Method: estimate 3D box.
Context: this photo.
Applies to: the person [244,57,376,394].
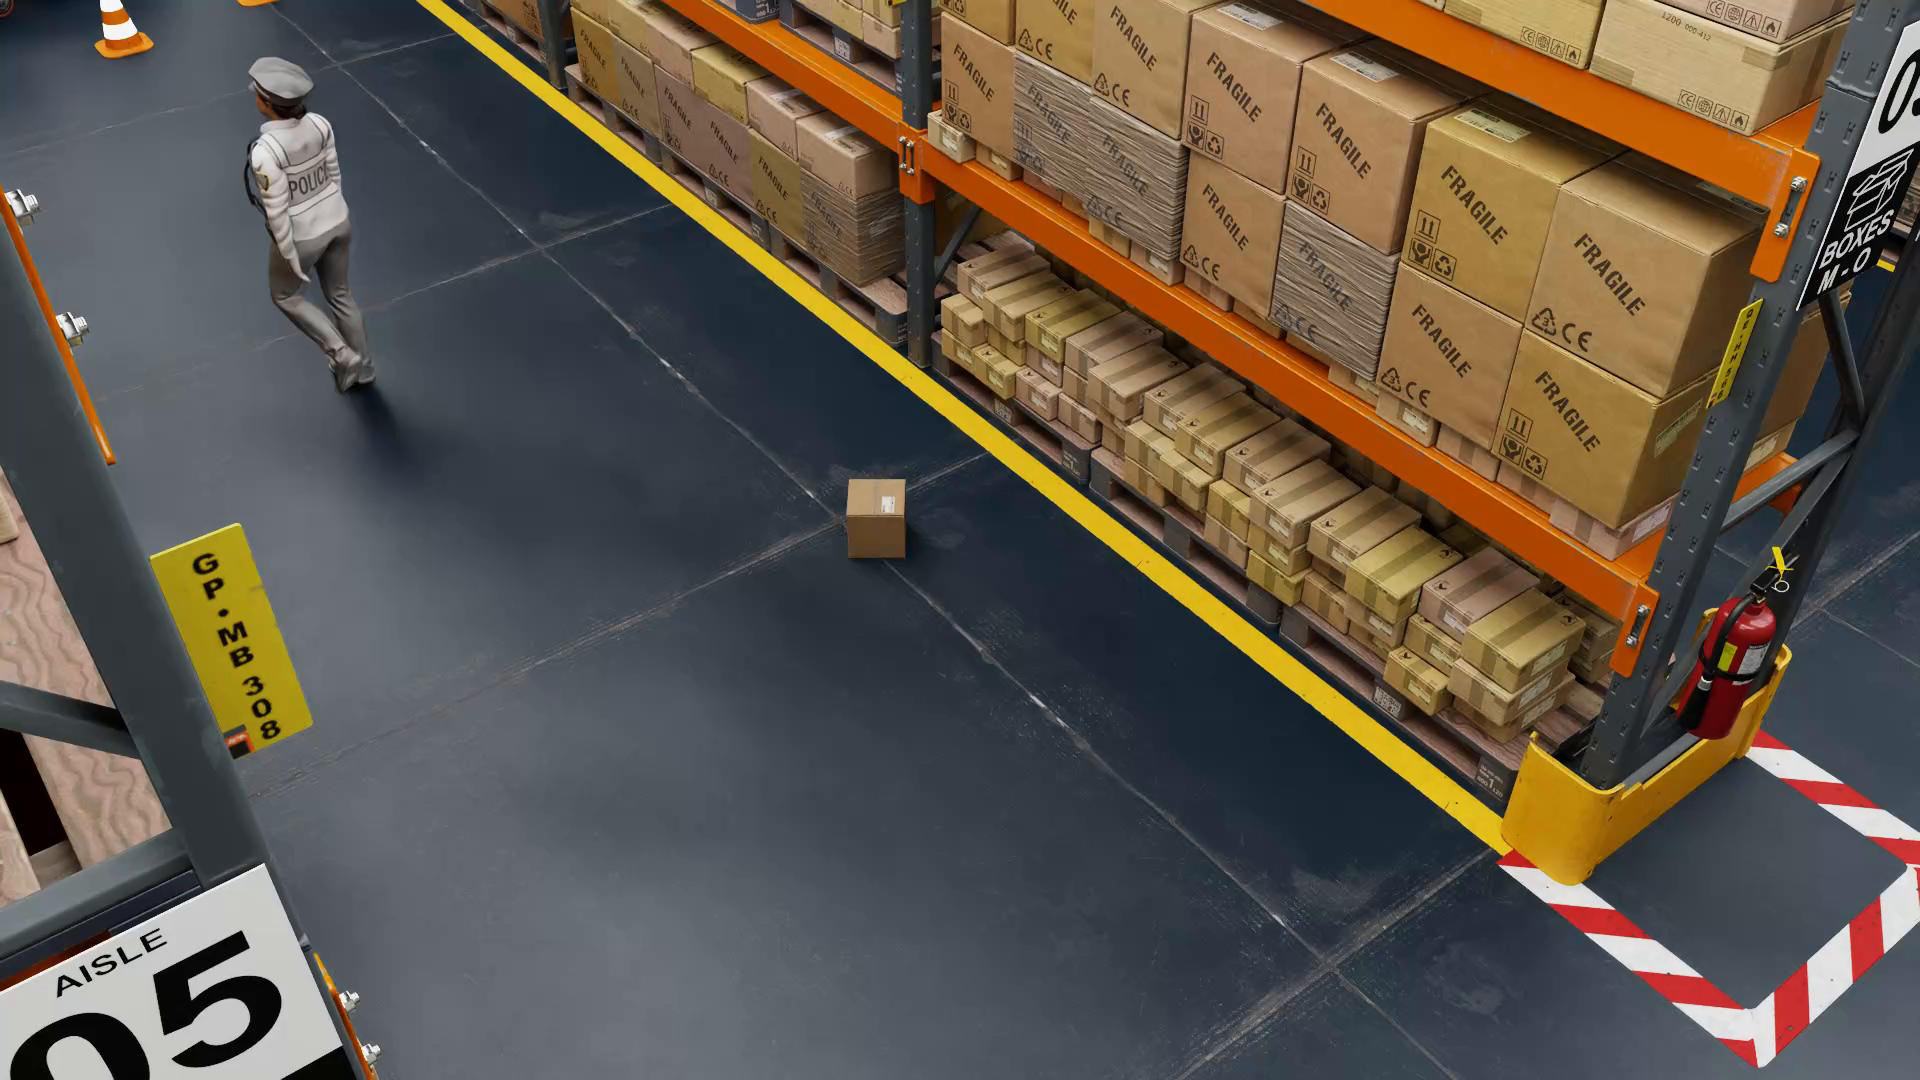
[{"bbox_3d":[-3.052,-1.452,7.795,0.446,1.679,0.482,22,45,23],"label":"person"}]
